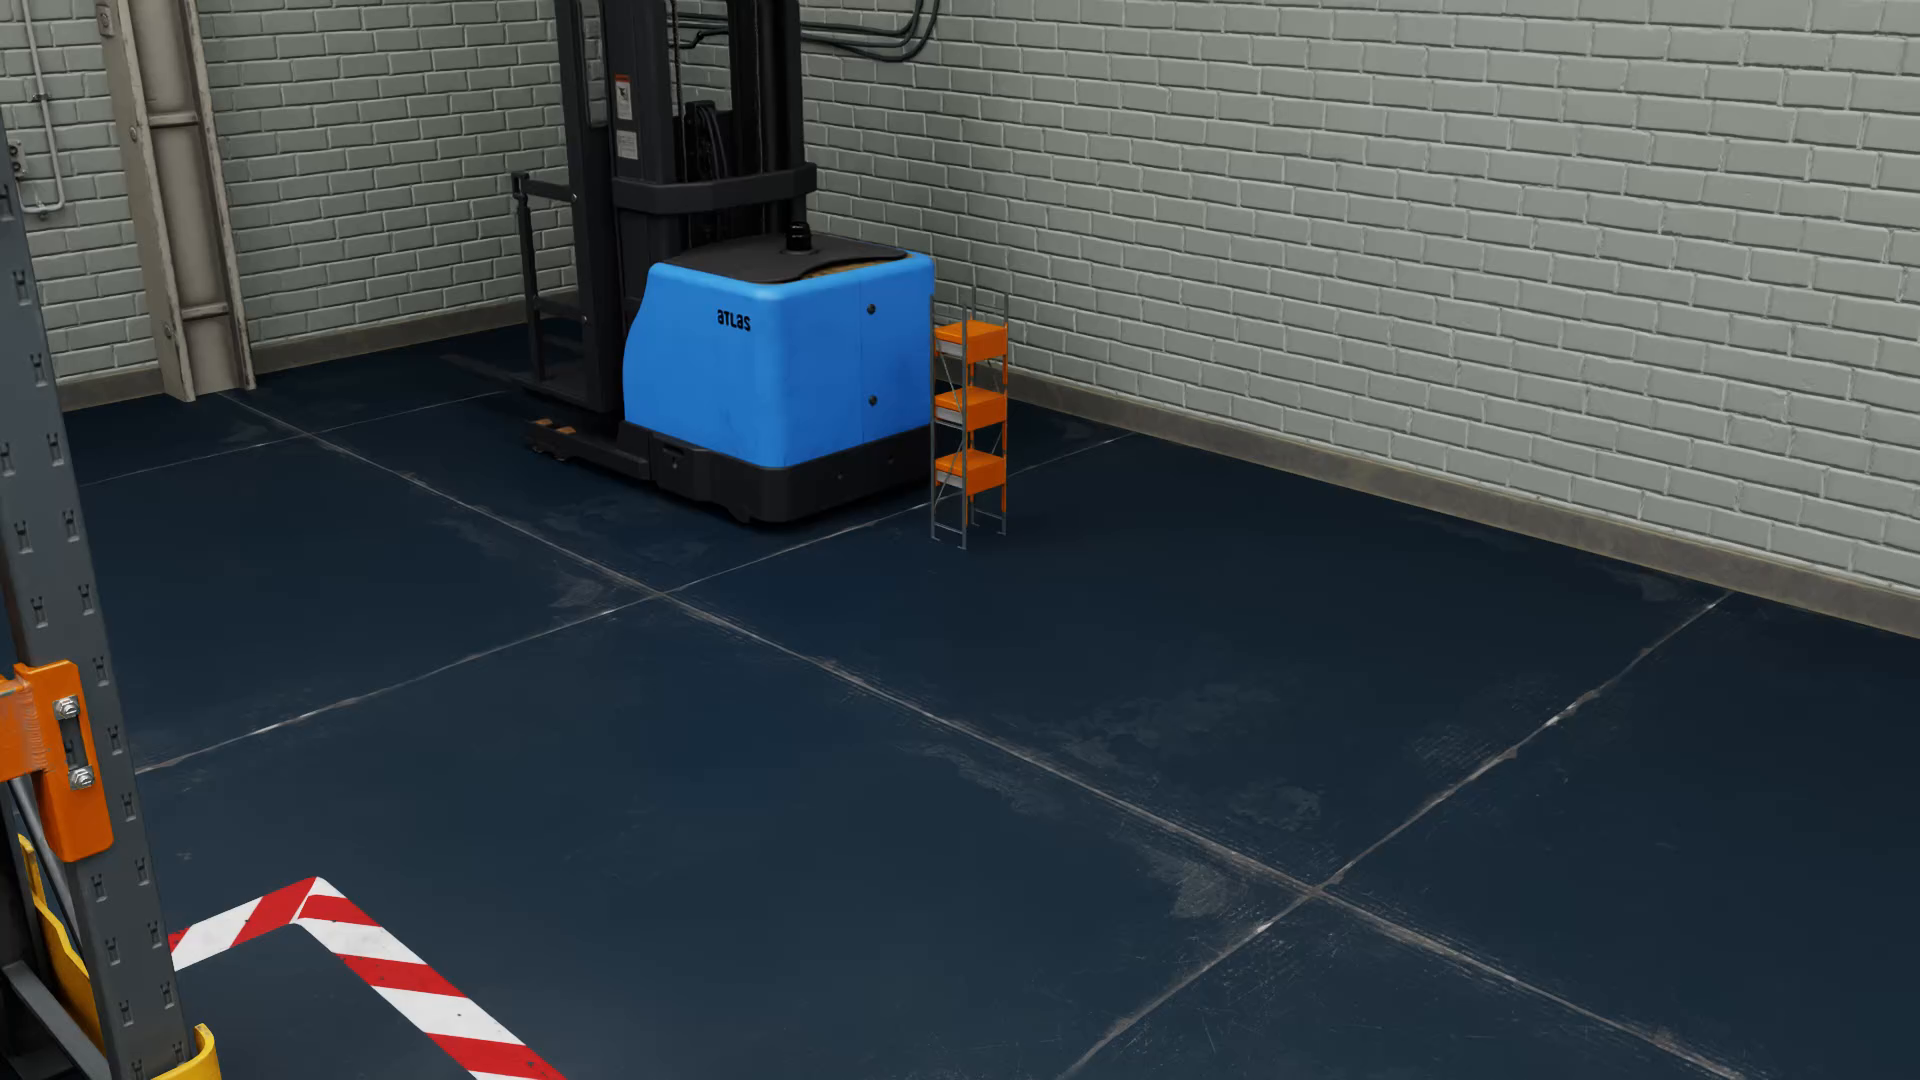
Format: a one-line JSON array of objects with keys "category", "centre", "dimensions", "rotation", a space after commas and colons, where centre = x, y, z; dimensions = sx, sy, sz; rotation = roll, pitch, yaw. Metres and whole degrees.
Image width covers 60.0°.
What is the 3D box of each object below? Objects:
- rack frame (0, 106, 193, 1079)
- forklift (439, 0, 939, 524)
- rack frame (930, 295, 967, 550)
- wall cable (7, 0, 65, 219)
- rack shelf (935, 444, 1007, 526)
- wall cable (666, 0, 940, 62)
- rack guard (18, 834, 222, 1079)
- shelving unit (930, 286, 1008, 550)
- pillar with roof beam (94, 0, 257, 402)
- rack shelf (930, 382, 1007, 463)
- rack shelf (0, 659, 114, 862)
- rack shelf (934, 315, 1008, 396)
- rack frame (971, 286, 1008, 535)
[{"category": "rack frame", "centre": [-1.882, -0.087, 3.120], "dimensions": [1.000, 3.000, 0.127], "rotation": [19, 28, 41]}, {"category": "forklift", "centre": [-1.511, -1.869, 7.853], "dimensions": [3.031, 2.935, 1.130], "rotation": [19, 28, 40]}, {"category": "rack frame", "centre": [-0.048, -0.472, 6.840], "dimensions": [0.200, 1.050, 0.008], "rotation": [19, 28, 41]}, {"category": "wall cable", "centre": [-5.218, -2.366, 7.633], "dimensions": [0.084, 1.984, 1.851], "rotation": [19, 28, 41]}, {"category": "rack shelf", "centre": [0.037, -0.234, 7.026], "dimensions": [0.215, 0.259, 0.240], "rotation": [19, 28, 41]}, {"category": "wall cable", "centre": [-1.232, -4.041, 9.374], "dimensions": [3.097, 2.526, 0.112], "rotation": [19, 28, 41]}, {"category": "rack guard", "centre": [-1.935, 1.099, 3.518], "dimensions": [1.175, 0.500, 0.348], "rotation": [19, 28, 41]}, {"category": "shelving unit", "centre": [0.037, -0.504, 6.922], "dimensions": [0.215, 1.050, 0.252], "rotation": [19, 28, 41]}, {"category": "pillar with roof beam", "centre": [-1.085, -3.959, 4.833], "dimensions": [9.100, 9.000, 0.400], "rotation": [19, 28, 41]}, {"category": "rack shelf", "centre": [0.037, -0.494, 6.926], "dimensions": [0.215, 0.259, 0.240], "rotation": [19, 28, 41]}, {"category": "rack shelf", "centre": [-3.277, 0.763, 1.911], "dimensions": [1.077, 0.370, 4.000], "rotation": [19, 28, 41]}, {"category": "rack shelf", "centre": [0.037, -0.759, 6.824], "dimensions": [0.215, 0.259, 0.240], "rotation": [19, 28, 41]}, {"category": "rack frame", "centre": [0.122, -0.535, 7.004], "dimensions": [0.200, 1.050, 0.008], "rotation": [19, 28, 41]}]
